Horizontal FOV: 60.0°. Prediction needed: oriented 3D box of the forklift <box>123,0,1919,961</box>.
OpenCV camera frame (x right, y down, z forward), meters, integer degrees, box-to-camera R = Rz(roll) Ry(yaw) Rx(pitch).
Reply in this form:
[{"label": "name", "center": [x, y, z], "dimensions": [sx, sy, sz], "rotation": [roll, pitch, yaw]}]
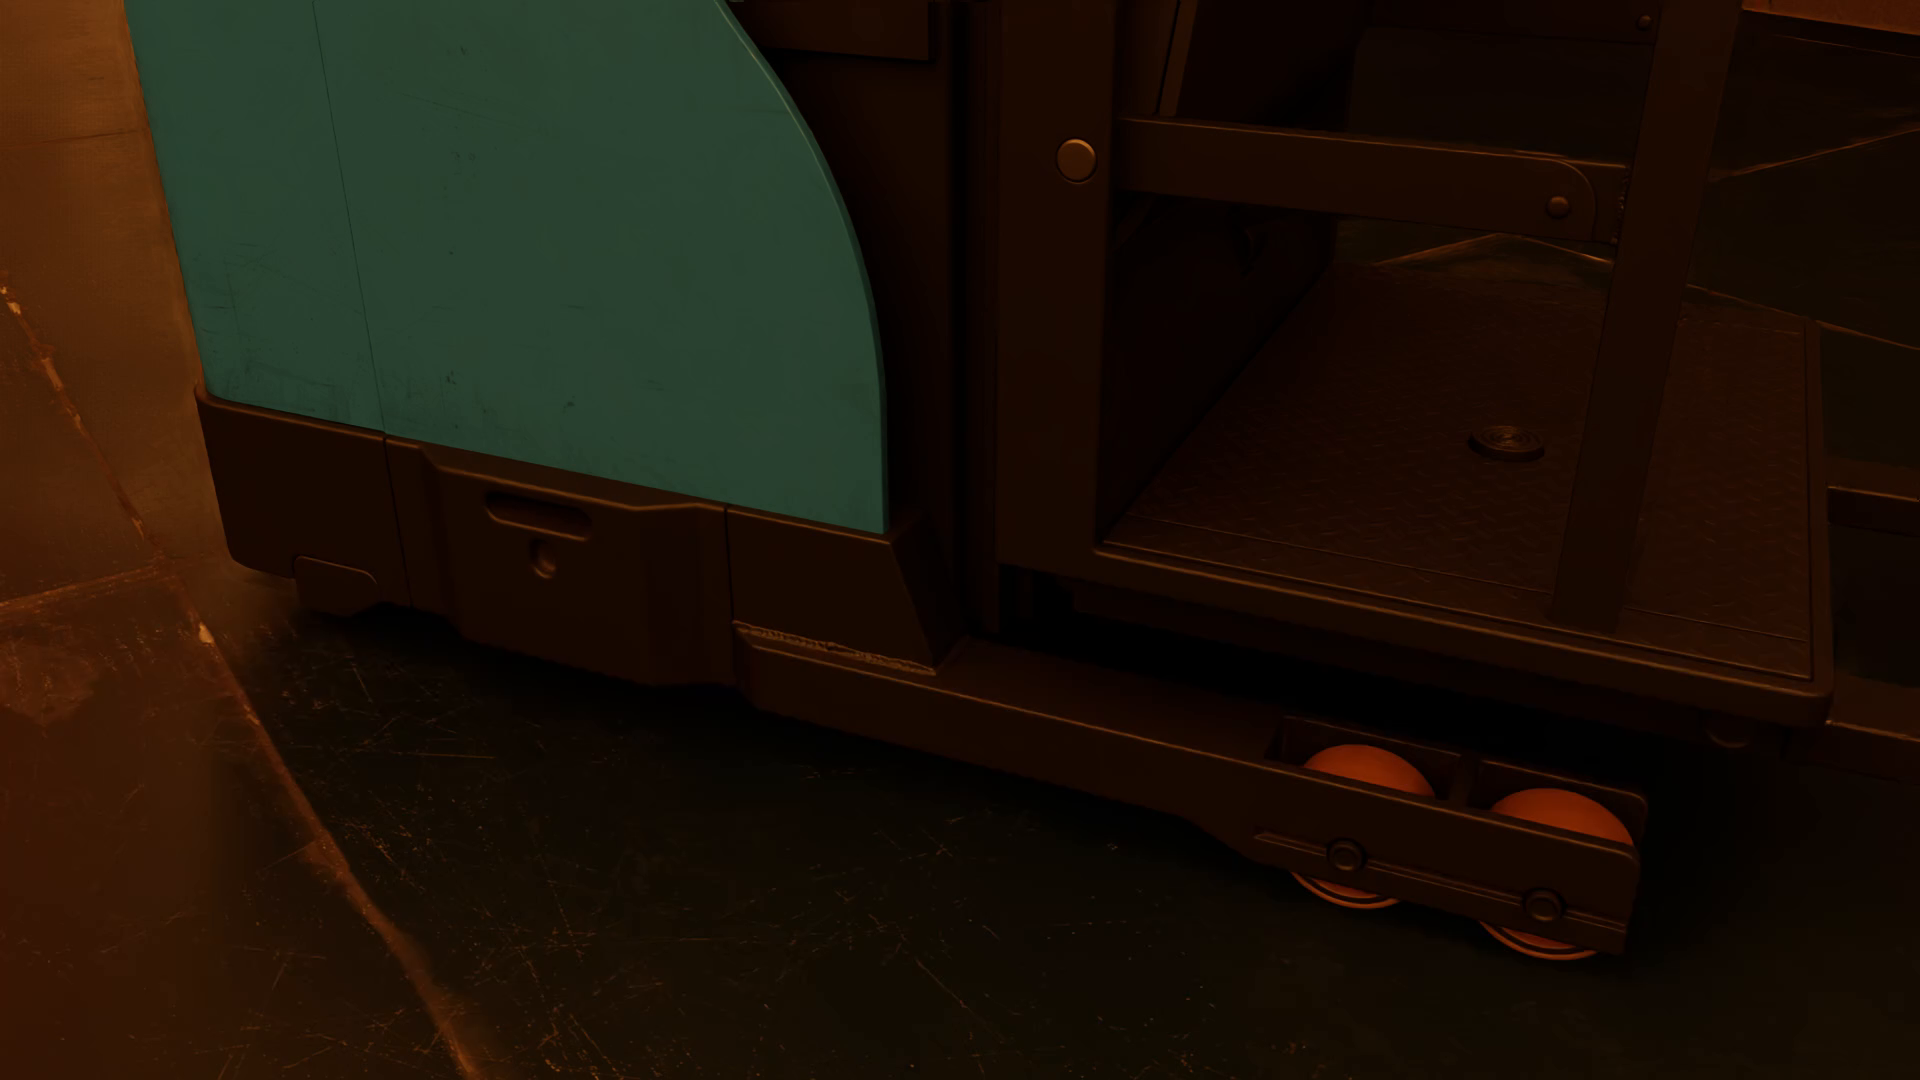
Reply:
[{"label": "forklift", "center": [0.539, -1.163, 1.549], "dimensions": [3.031, 2.935, 1.130], "rotation": [11, 29, 21]}]
